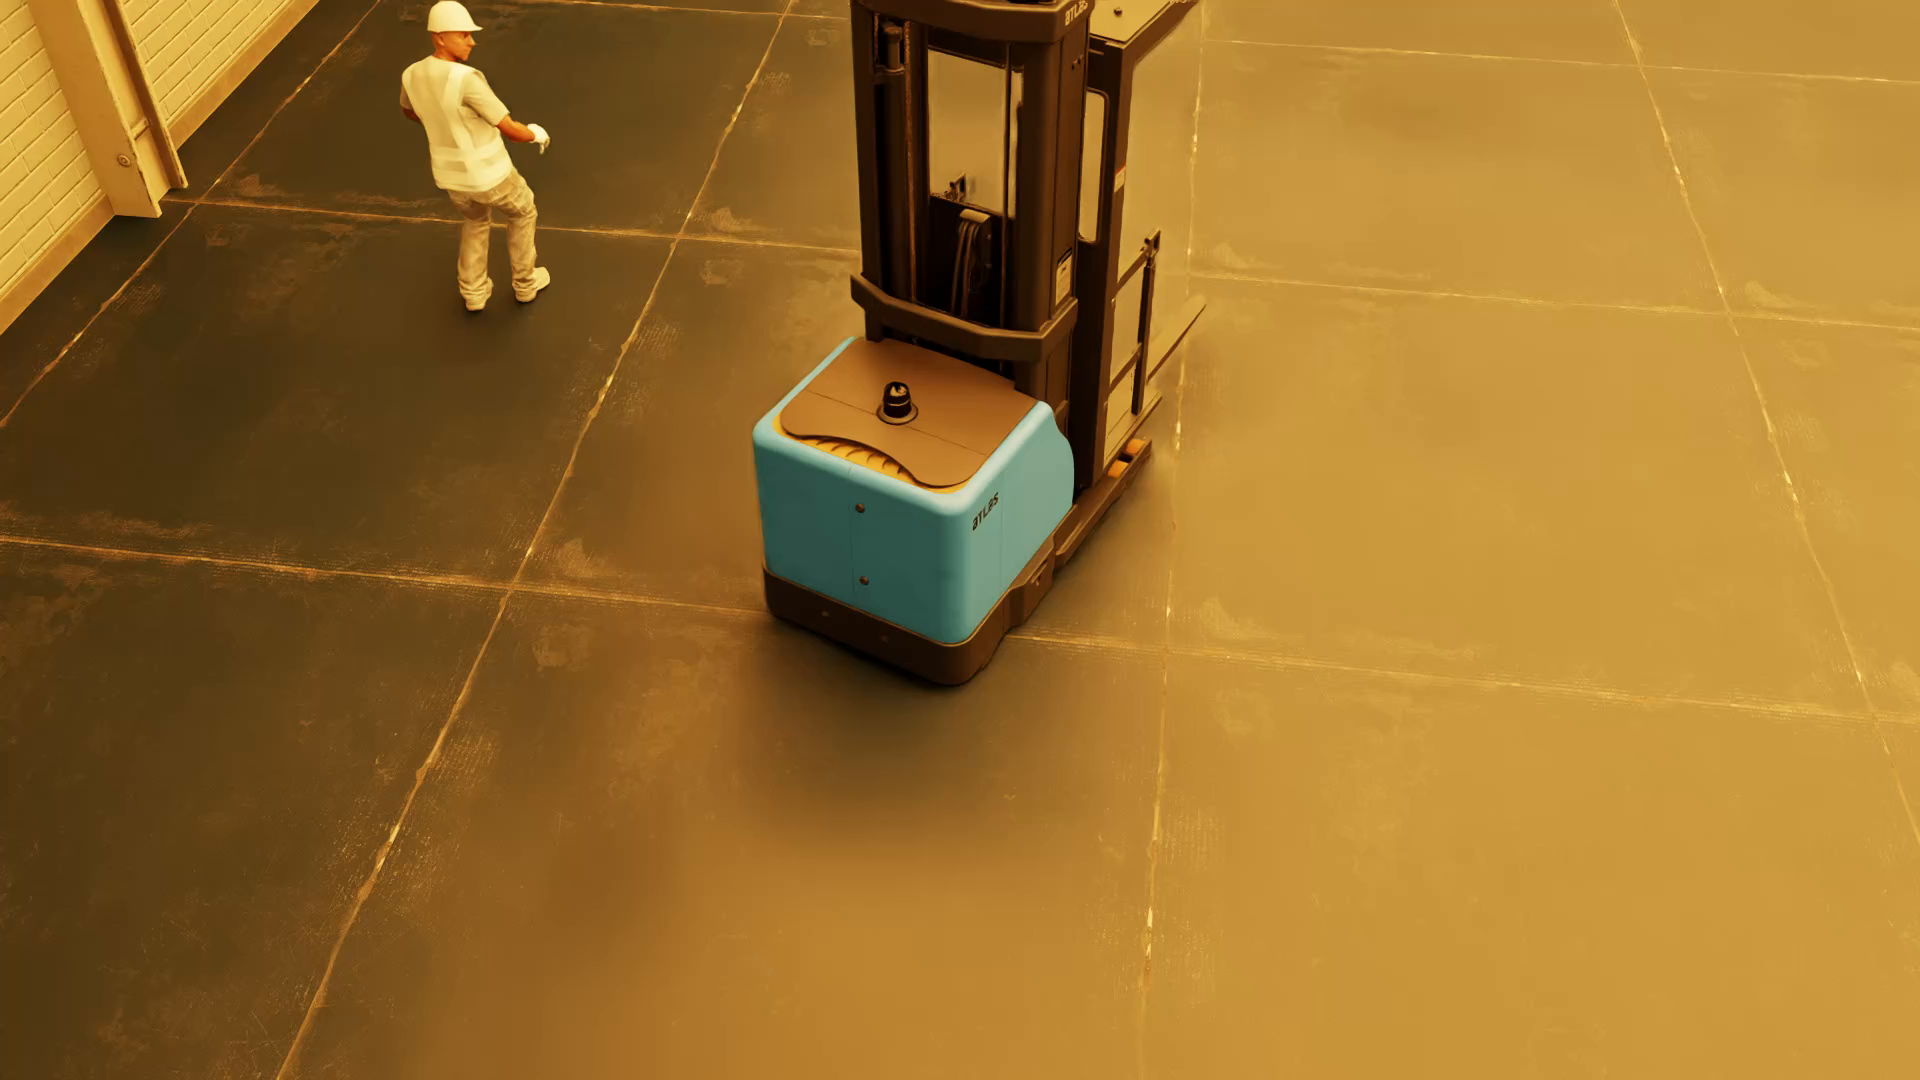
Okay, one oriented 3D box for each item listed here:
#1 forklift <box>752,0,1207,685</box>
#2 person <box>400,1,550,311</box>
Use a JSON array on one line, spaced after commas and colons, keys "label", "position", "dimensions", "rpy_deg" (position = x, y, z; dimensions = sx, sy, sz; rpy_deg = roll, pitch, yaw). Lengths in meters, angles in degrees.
[{"label": "forklift", "position": [0.293, -1.445, 7.298], "dimensions": [1.130, 2.935, 3.031], "rpy_deg": [21, 47, 21]}, {"label": "person", "position": [-2.558, -2.020, 8.845], "dimensions": [0.808, 1.723, 0.592], "rpy_deg": [16, 45, 17]}]
